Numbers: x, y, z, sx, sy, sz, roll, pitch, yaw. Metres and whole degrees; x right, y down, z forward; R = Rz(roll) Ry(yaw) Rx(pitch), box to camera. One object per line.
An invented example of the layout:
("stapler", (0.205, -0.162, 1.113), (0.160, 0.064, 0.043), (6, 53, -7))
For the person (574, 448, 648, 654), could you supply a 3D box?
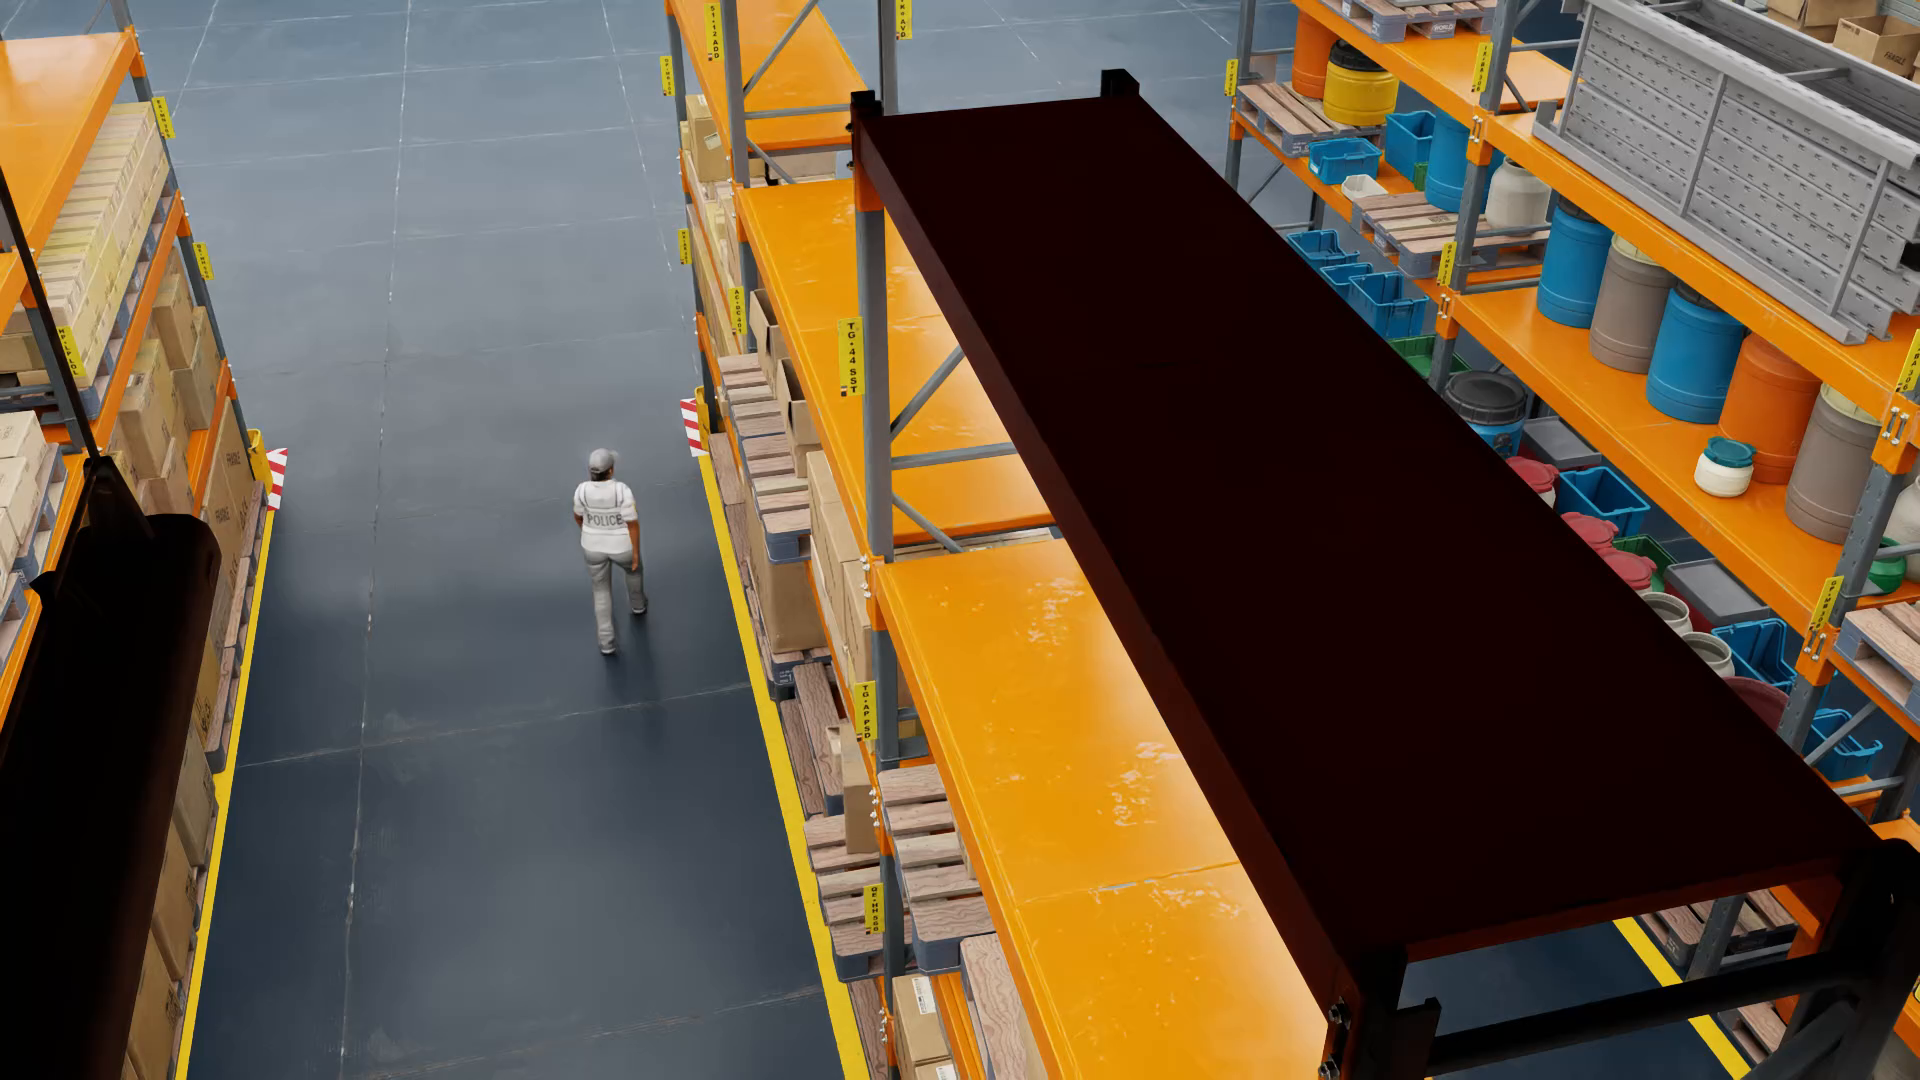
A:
("person", (-2.646, 0.004, 12.637), (0.507, 1.644, 0.856), (-1, 34, -1))
